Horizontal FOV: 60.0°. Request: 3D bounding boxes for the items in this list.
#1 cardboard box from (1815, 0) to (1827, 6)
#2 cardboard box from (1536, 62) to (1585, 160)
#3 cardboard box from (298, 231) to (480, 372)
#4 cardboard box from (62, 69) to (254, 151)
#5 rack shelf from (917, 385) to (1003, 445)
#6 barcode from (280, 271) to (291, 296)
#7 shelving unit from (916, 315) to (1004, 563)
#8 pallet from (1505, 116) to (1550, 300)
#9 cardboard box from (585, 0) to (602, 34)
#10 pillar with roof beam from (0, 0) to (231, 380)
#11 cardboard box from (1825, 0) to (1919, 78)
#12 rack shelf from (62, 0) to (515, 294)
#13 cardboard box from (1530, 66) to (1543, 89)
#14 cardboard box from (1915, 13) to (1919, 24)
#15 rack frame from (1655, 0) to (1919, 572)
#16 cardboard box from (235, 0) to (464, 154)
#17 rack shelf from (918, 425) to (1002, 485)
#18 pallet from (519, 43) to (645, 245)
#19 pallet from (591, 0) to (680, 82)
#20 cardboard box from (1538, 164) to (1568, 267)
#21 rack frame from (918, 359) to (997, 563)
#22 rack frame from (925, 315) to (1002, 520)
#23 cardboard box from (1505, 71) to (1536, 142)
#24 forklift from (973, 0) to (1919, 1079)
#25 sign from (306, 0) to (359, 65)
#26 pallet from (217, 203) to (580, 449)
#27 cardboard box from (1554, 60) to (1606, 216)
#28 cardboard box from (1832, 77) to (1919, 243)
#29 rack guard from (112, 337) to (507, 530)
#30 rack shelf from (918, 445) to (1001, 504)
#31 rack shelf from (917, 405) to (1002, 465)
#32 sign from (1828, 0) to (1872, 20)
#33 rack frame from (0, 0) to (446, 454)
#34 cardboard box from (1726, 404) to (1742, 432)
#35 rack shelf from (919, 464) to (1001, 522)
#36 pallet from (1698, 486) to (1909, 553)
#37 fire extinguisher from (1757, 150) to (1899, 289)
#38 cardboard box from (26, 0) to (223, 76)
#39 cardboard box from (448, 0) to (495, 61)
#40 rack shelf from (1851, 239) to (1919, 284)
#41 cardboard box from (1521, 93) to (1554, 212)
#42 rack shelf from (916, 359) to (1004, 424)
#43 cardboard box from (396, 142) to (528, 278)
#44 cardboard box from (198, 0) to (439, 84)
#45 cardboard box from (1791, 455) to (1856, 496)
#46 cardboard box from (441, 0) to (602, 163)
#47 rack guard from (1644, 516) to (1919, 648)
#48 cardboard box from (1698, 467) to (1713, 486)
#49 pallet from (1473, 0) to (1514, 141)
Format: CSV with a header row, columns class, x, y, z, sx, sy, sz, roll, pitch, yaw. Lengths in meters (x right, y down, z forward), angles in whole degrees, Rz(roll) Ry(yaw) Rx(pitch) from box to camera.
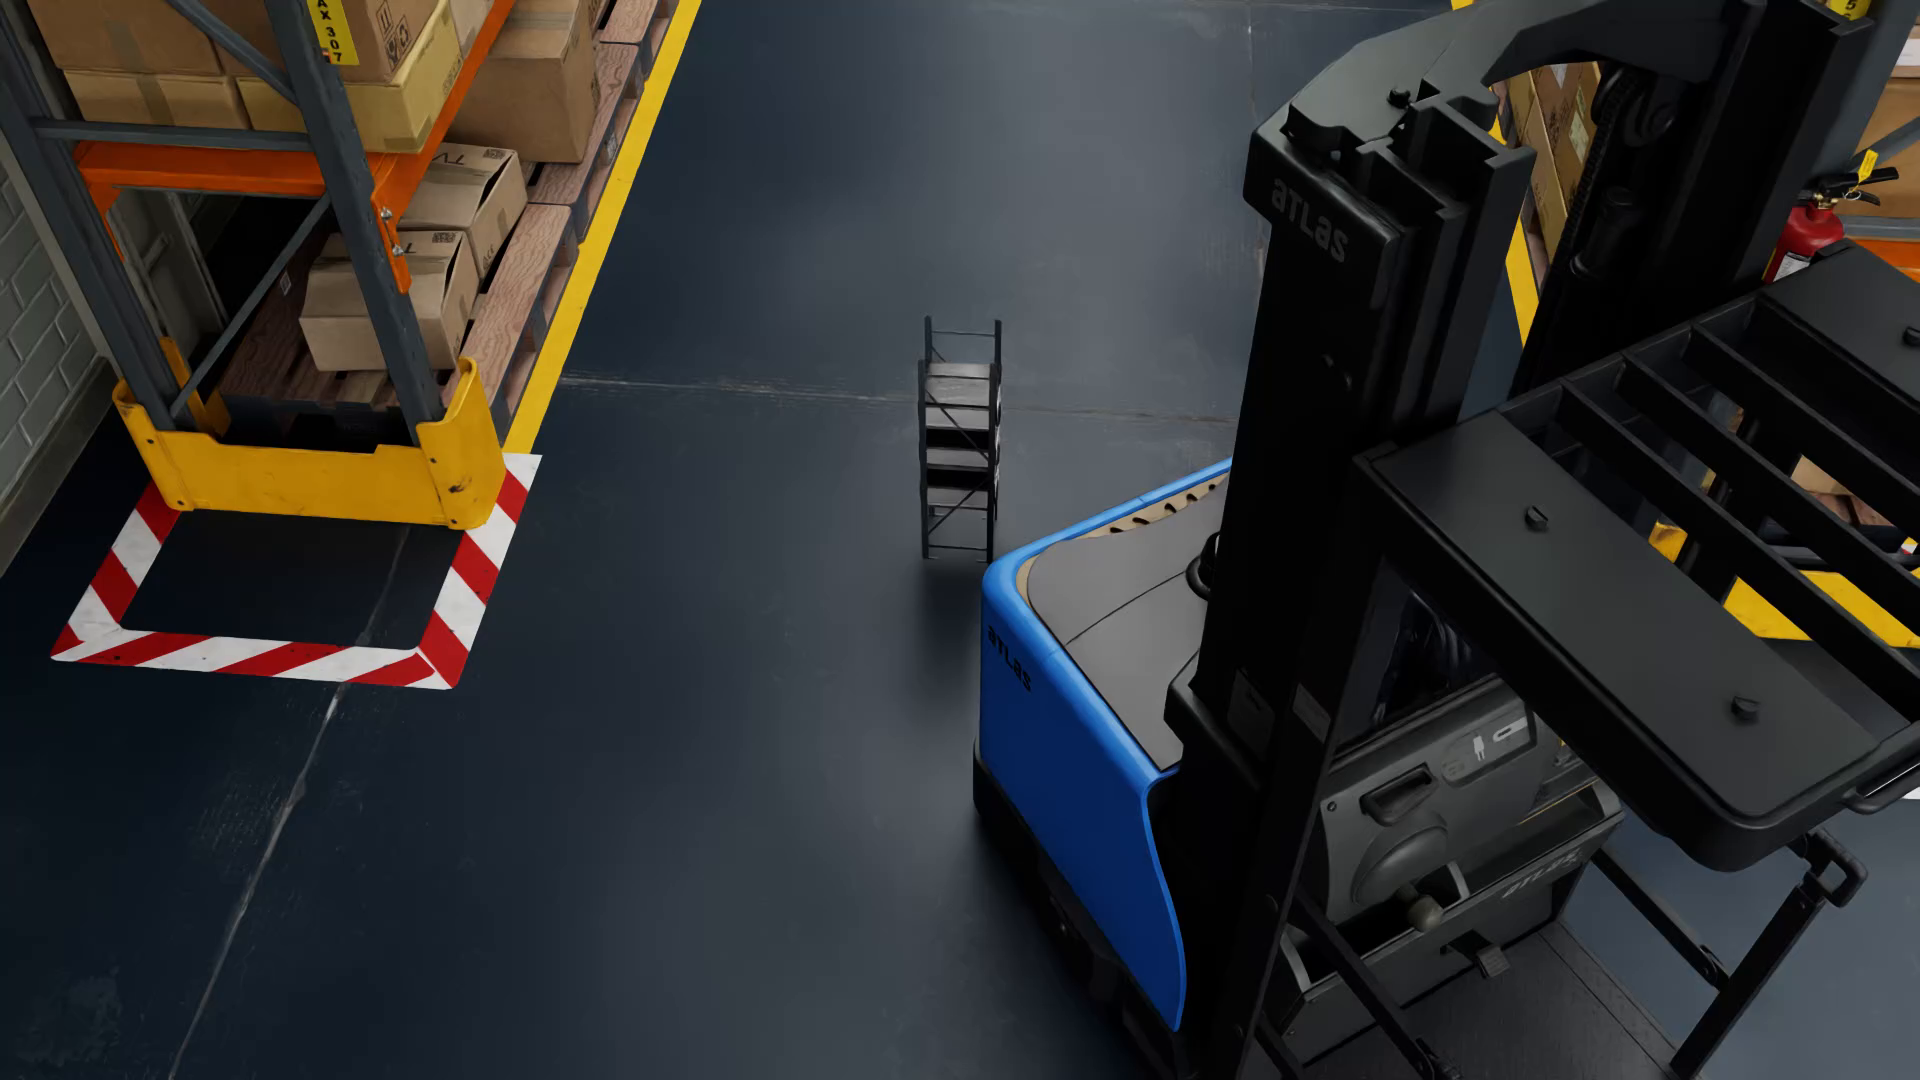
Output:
class,x,y,z,sx,sy,sz,roll,pitch,yaw
cardboard box,2.573,-1.562,4.639,0.380,0.149,0.250,5,48,5
cardboard box,2.581,-1.807,6.441,0.500,0.500,0.500,4,48,4
cardboard box,-2.076,-0.897,6.062,0.500,0.311,0.500,-1,48,-1
cardboard box,-2.379,-1.466,5.147,0.500,0.250,0.500,4,48,4
rack shelf,0.001,-0.409,5.315,0.258,0.077,0.200,4,48,4
barcode,-2.472,-0.940,6.095,0.001,0.075,0.075,4,48,4
shelving unit,0.001,-0.310,5.423,0.258,0.900,0.210,4,48,4
pallet,2.847,-1.341,6.833,1.003,0.211,1.213,4,48,4
cardboard box,-1.919,-2.633,7.521,0.500,0.500,0.500,1,48,1
pillar with roof beam,1.261,-3.462,2.818,9.100,9.000,0.400,4,48,4
cardboard box,2.550,-1.370,4.463,0.380,0.149,0.250,3,48,3
rack shelf,-2.046,-2.381,6.382,1.077,0.370,4.000,4,48,4
cardboard box,2.625,-2.175,6.777,0.500,0.500,0.500,4,48,4
cardboard box,2.765,-1.676,4.303,0.700,0.500,0.500,4,48,4
rack frame,2.705,-0.823,4.470,1.000,3.000,0.127,4,48,4
cardboard box,-1.868,-1.447,5.129,0.500,0.250,0.500,3,48,2
rack shelf,0.001,-0.287,5.448,0.258,0.077,0.200,4,48,4
pallet,-1.998,-1.757,7.214,1.003,0.211,1.213,4,48,4
pallet,-1.890,-2.656,8.036,1.003,0.211,1.213,4,48,4
cardboard box,2.537,-1.187,6.381,0.500,0.250,0.500,4,48,4
rack frame,-0.009,-0.235,5.355,0.240,0.900,0.006,4,48,4
rack frame,0.010,-0.384,5.492,0.240,0.900,0.006,4,48,4
cardboard box,2.624,-1.922,7.054,0.500,0.250,0.500,4,48,4
forklift,1.207,0.566,3.246,1.130,2.935,3.031,-23,52,-20
sign,-1.688,-1.410,4.420,0.100,0.325,0.005,4,48,4
pallet,-2.112,-0.863,6.396,1.003,0.211,1.213,4,48,4
cardboard box,2.534,-1.440,6.105,0.500,0.500,0.500,4,48,4
cardboard box,2.760,-1.199,4.746,0.700,0.500,0.500,4,48,4
rack guard,-2.221,-0.366,5.746,1.175,0.500,0.348,4,48,4
rack shelf,0.001,-0.226,5.514,0.258,0.077,0.200,4,48,4
rack shelf,0.001,-0.348,5.382,0.258,0.077,0.200,4,48,4
sign,2.166,-1.341,3.998,0.100,0.325,0.005,4,48,4
rack frame,-2.228,-1.154,4.772,1.000,3.000,0.127,4,48,4
cardboard box,2.458,-0.704,5.432,0.500,0.500,0.500,4,48,4
rack shelf,0.001,-0.166,5.581,0.258,0.077,0.200,4,48,4
pallet,2.733,-0.447,6.016,1.003,0.211,1.213,4,48,4
fire extinguisher,2.232,-0.742,4.448,0.296,0.674,0.183,4,48,4
cardboard box,-2.397,-1.724,4.874,0.500,0.500,0.500,3,48,3
cardboard box,-1.835,-1.830,5.479,0.500,0.250,0.500,3,48,2
rack shelf,2.887,-2.050,6.080,1.077,0.370,4.000,4,48,4
cardboard box,2.585,-1.554,6.717,0.500,0.250,0.500,4,48,4
rack shelf,0.001,-0.469,5.249,0.258,0.077,0.200,4,48,4
cardboard box,-2.024,-1.316,6.445,0.500,0.311,0.500,7,48,7
cardboard box,-1.885,-1.694,4.846,0.500,0.500,0.500,4,48,4
cardboard box,2.976,-0.416,5.677,0.500,0.250,0.500,4,48,4
cardboard box,-1.907,-1.916,6.865,0.700,0.500,0.500,1,48,1
rack guard,2.703,0.038,5.377,1.175,0.500,0.348,4,48,4
cardboard box,2.460,-0.451,5.709,0.500,0.250,0.500,4,48,4
pallet,2.955,-2.240,7.656,1.003,0.211,1.213,4,48,4
